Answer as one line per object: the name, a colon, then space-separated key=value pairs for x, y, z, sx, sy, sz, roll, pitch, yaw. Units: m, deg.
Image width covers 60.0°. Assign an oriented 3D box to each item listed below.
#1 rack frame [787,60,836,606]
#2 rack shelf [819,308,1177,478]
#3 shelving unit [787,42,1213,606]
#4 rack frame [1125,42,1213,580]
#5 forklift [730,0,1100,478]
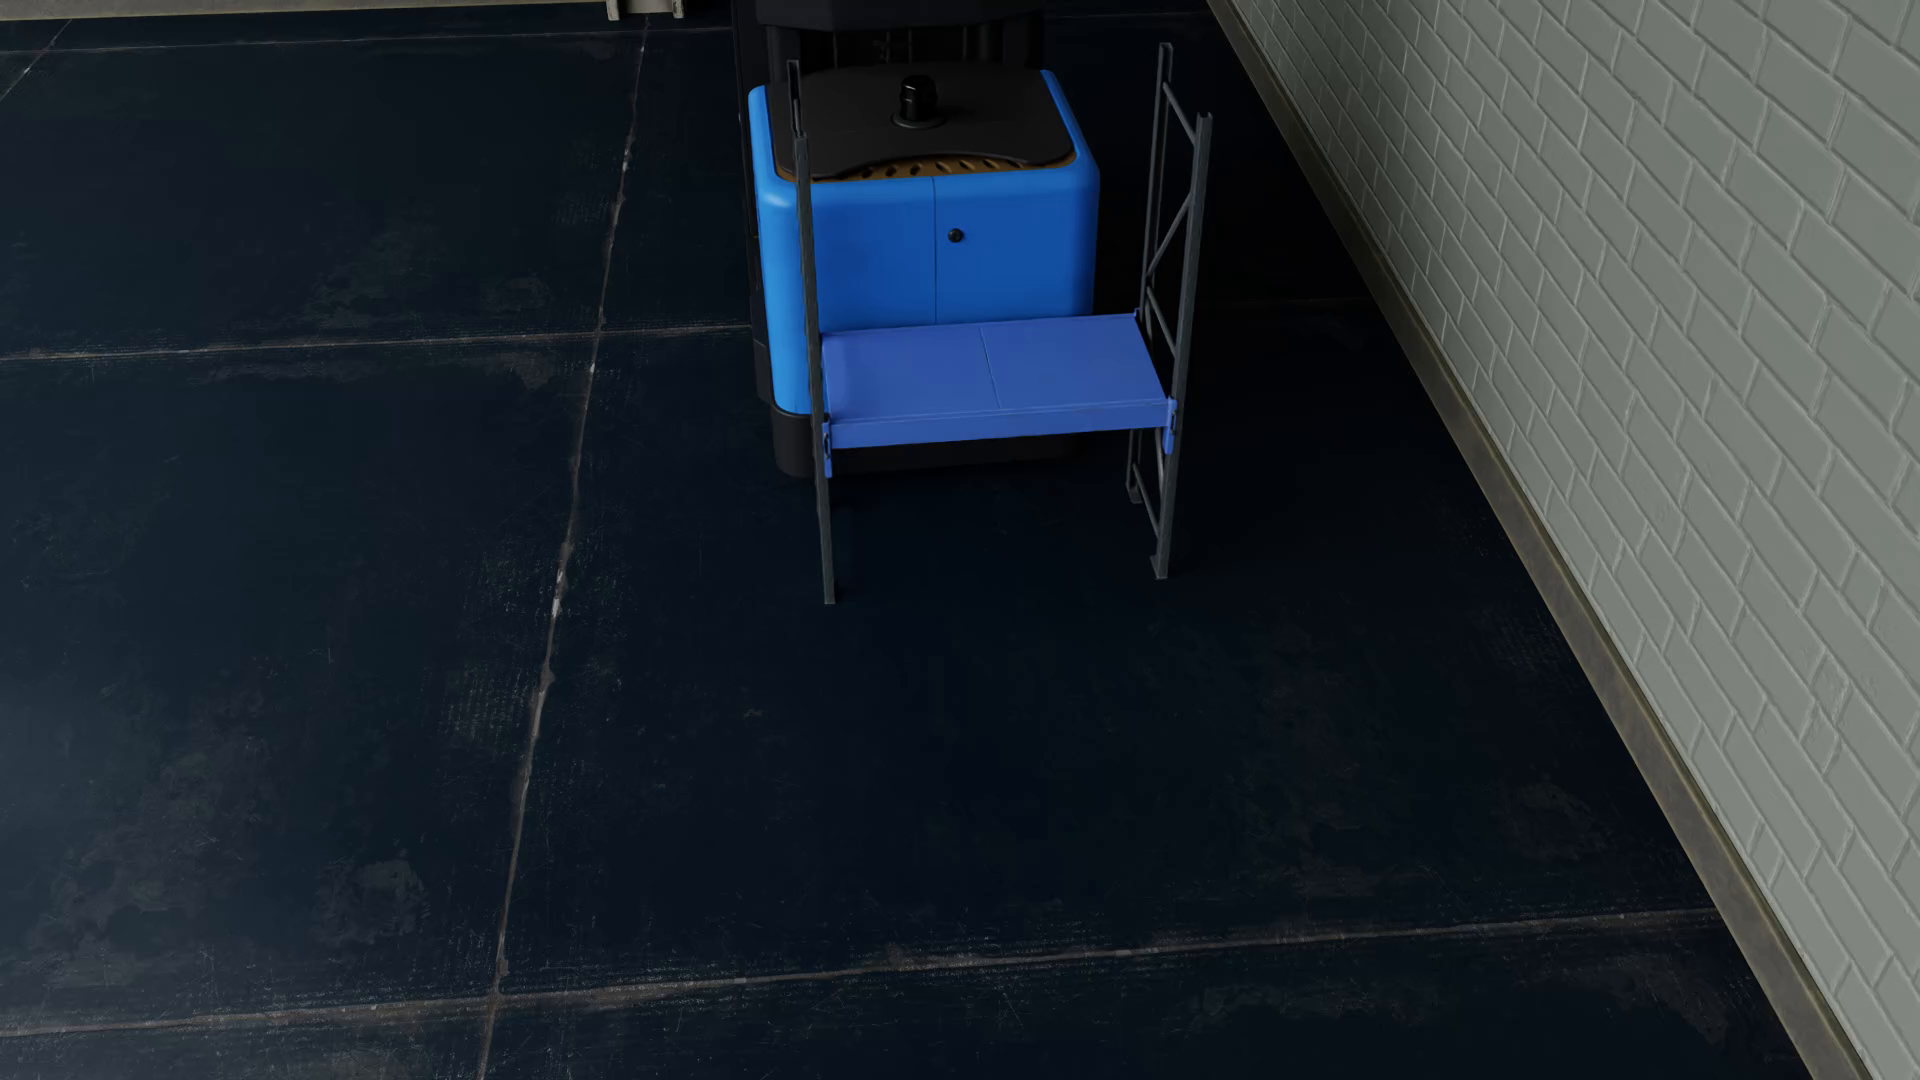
rack frame: x=-0.419 y=-0.546 z=4.731 sx=0.032 sy=1.500 sz=0.500 roll=-4 pitch=38 yaw=-5
rack shelf: x=0.086 y=-0.442 z=4.890 sx=1.000 sy=0.185 sz=0.538 roll=-4 pitch=38 yaw=-5
shelving unit: x=0.086 y=-0.583 z=4.779 sx=1.048 sy=1.500 sz=0.538 roll=-4 pitch=38 yaw=-5
rack frame: x=0.591 y=-0.621 z=4.826 sx=0.032 sy=1.500 sz=0.500 roll=-4 pitch=38 yaw=-5
forklift: x=-0.284 y=-2.260 z=5.748 sx=1.130 sy=2.935 sz=3.031 roll=-5 pitch=39 yaw=-6
